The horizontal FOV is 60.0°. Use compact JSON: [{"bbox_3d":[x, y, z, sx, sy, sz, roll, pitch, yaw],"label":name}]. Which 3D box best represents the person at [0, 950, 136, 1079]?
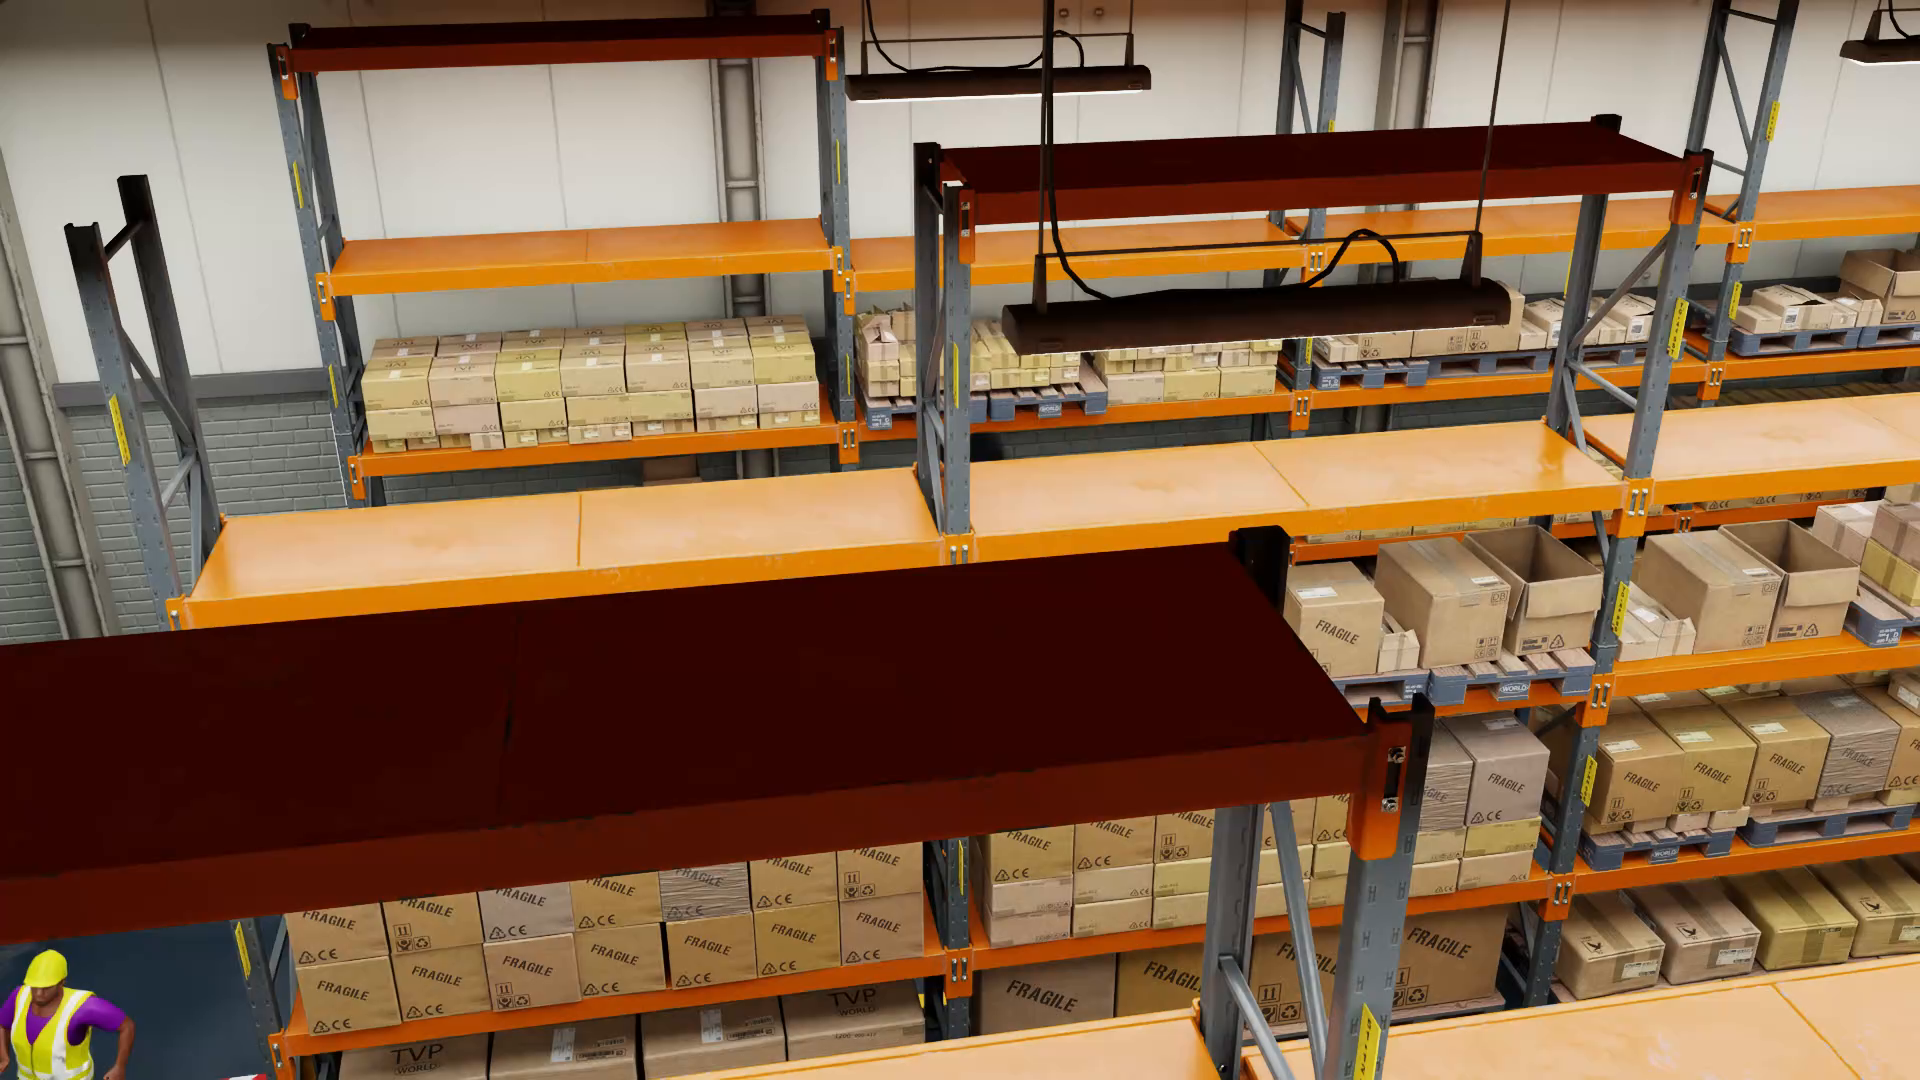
[{"bbox_3d":[-5.300,3.190,9.663,0.748,1.735,0.915,9,27,19],"label":"person"}]
